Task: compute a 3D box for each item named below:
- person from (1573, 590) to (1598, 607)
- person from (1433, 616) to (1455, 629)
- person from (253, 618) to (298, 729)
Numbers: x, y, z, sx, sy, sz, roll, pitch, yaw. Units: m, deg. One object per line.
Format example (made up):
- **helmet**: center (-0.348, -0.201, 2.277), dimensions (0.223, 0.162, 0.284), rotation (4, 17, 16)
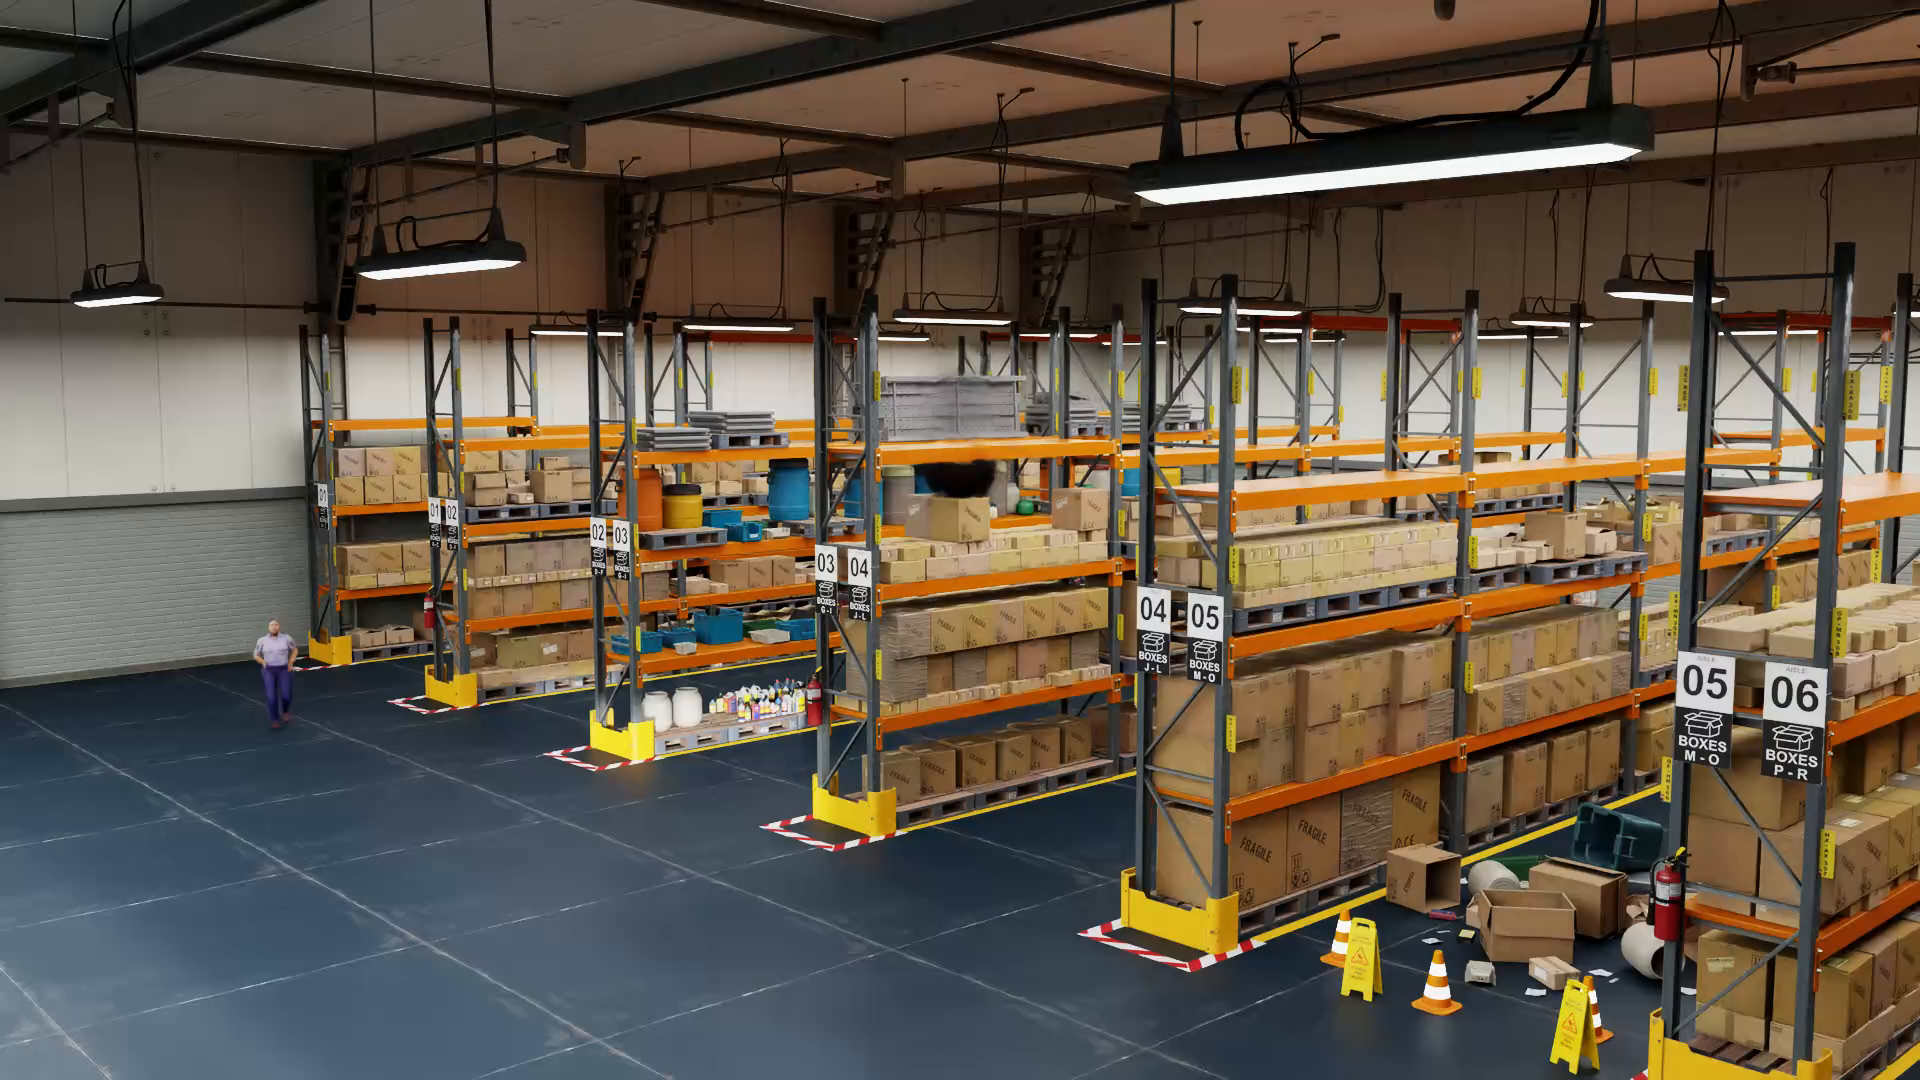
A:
- **person**: center (11.383, 1.239, 30.281), dimensions (0.686, 1.754, 0.593), rotation (-3, 6, -26)
- **person**: center (7.172, 1.853, 24.222), dimensions (0.658, 1.770, 1.113), rotation (5, 8, 43)
- **person**: center (-9.893, 1.937, 24.079), dimensions (0.599, 1.600, 0.512), rotation (-3, 6, -24)
